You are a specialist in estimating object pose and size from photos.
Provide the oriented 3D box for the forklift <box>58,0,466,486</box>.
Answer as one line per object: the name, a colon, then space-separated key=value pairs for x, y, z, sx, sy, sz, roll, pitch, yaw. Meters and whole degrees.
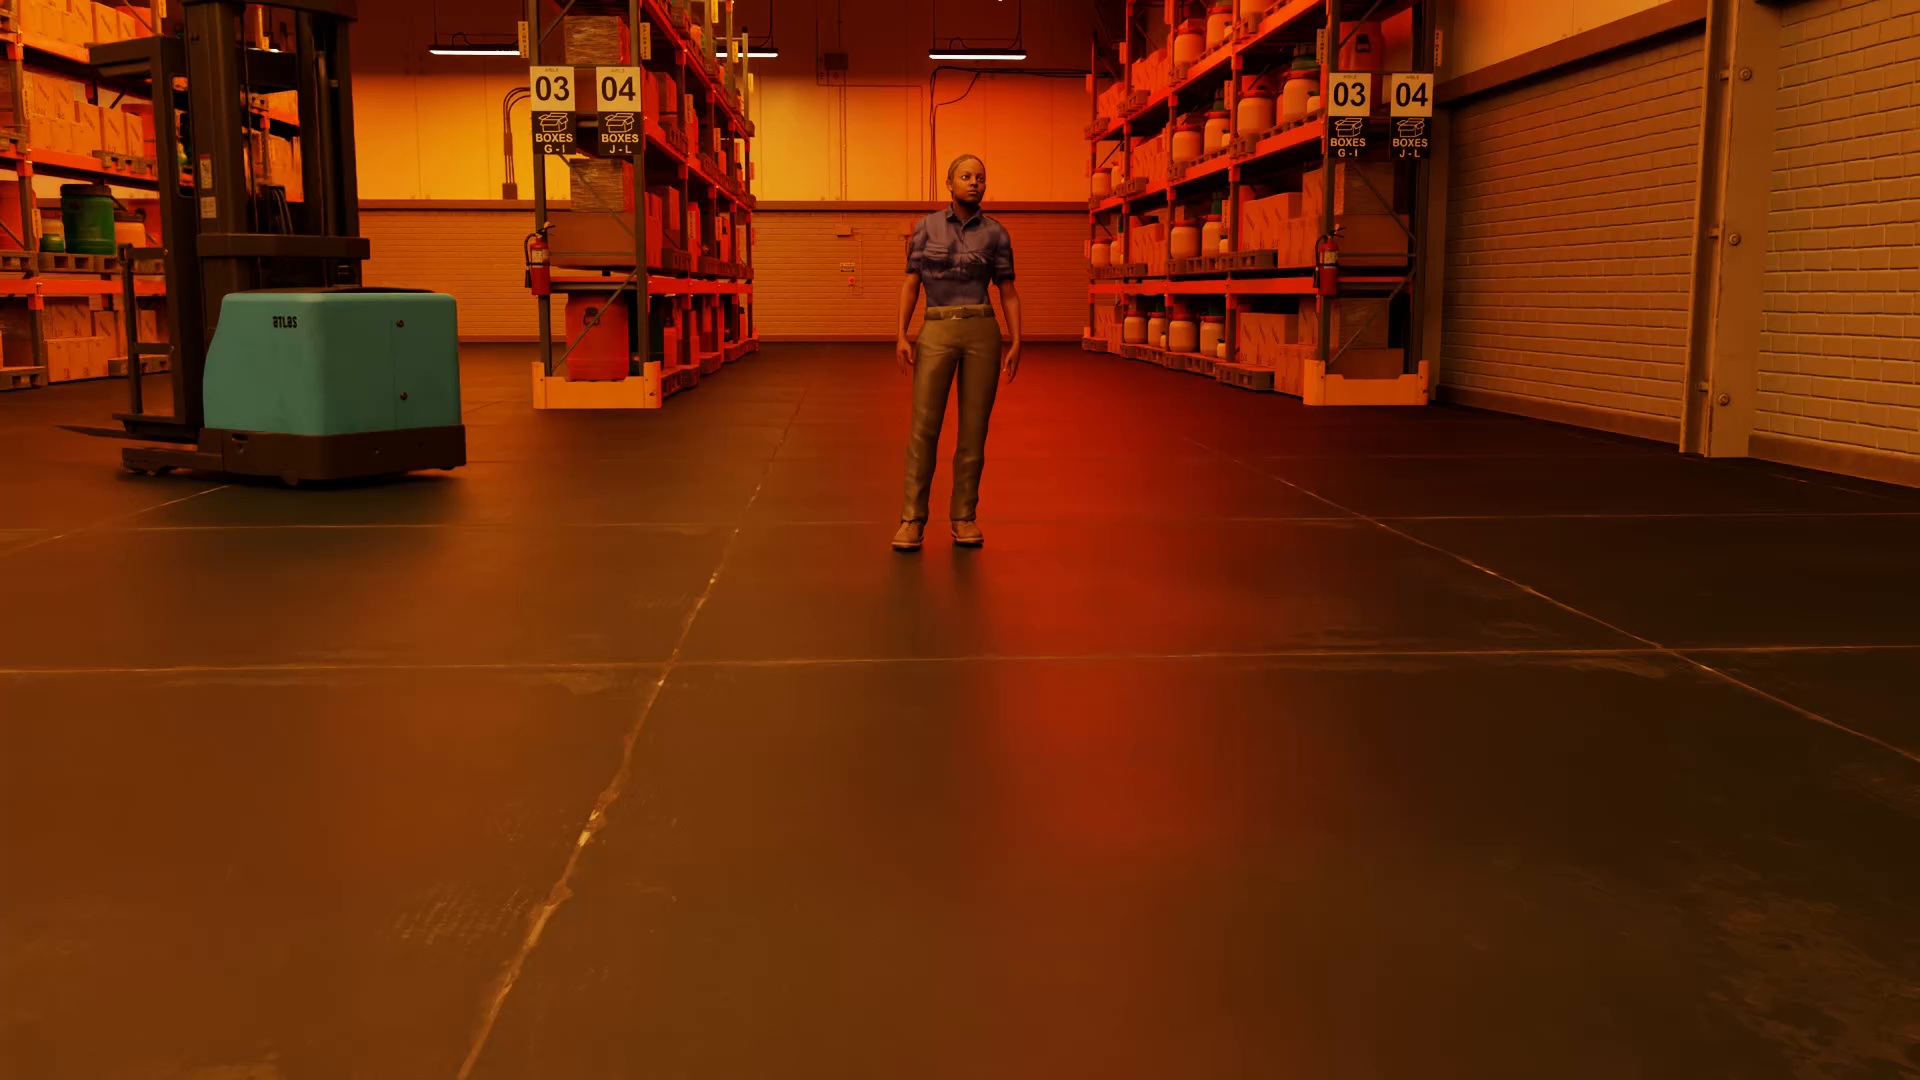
forklift: x=-4.416 y=-1.886 z=10.031 sx=3.031 sy=2.935 sz=1.130 roll=6 pitch=10 yaw=34

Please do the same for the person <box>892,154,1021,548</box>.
person: x=-0.015 y=-0.812 z=7.100 sx=0.569 sy=1.654 sz=0.504 roll=-1 pitch=8 yaw=-4
